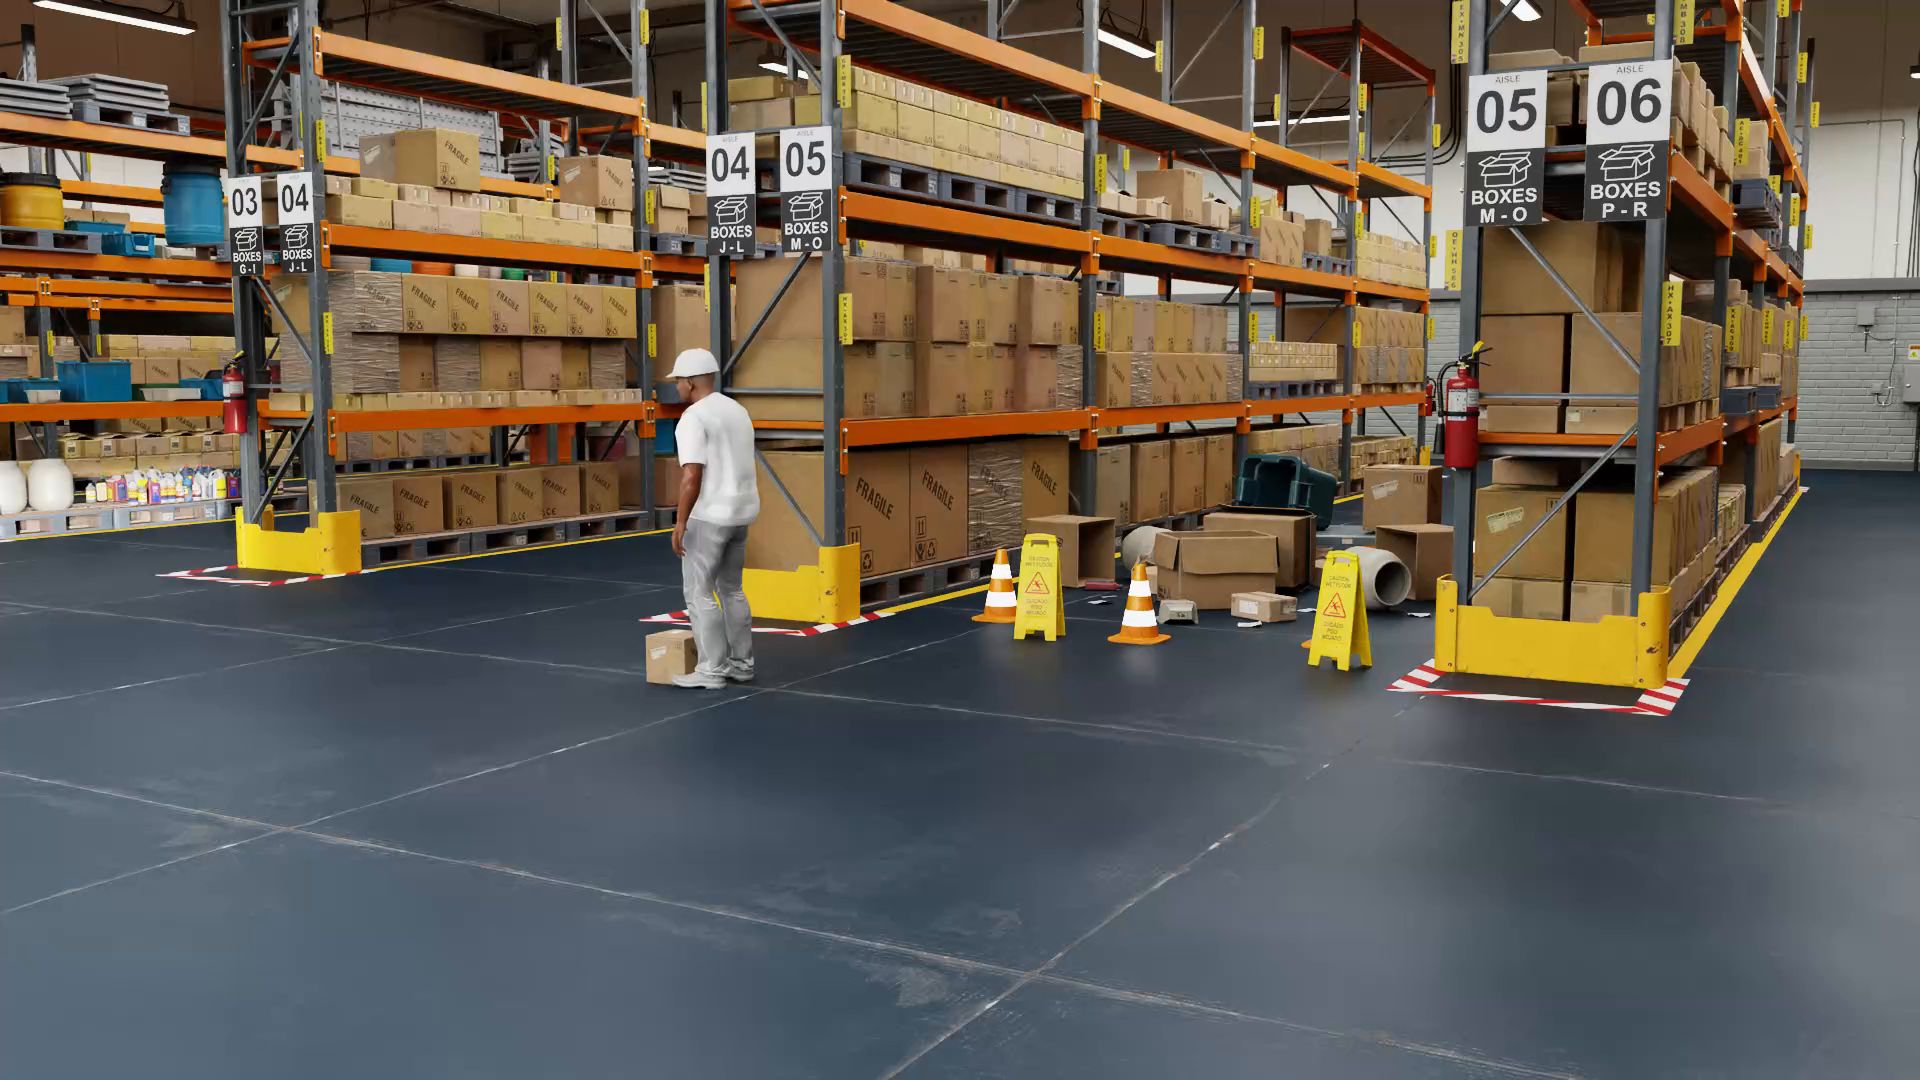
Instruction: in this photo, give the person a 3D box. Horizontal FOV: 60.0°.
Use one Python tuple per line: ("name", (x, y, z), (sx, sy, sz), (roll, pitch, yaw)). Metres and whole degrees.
("person", (-1.297, -0.115, 8.666), (0.460, 1.759, 0.634), (3, 7, 25))
